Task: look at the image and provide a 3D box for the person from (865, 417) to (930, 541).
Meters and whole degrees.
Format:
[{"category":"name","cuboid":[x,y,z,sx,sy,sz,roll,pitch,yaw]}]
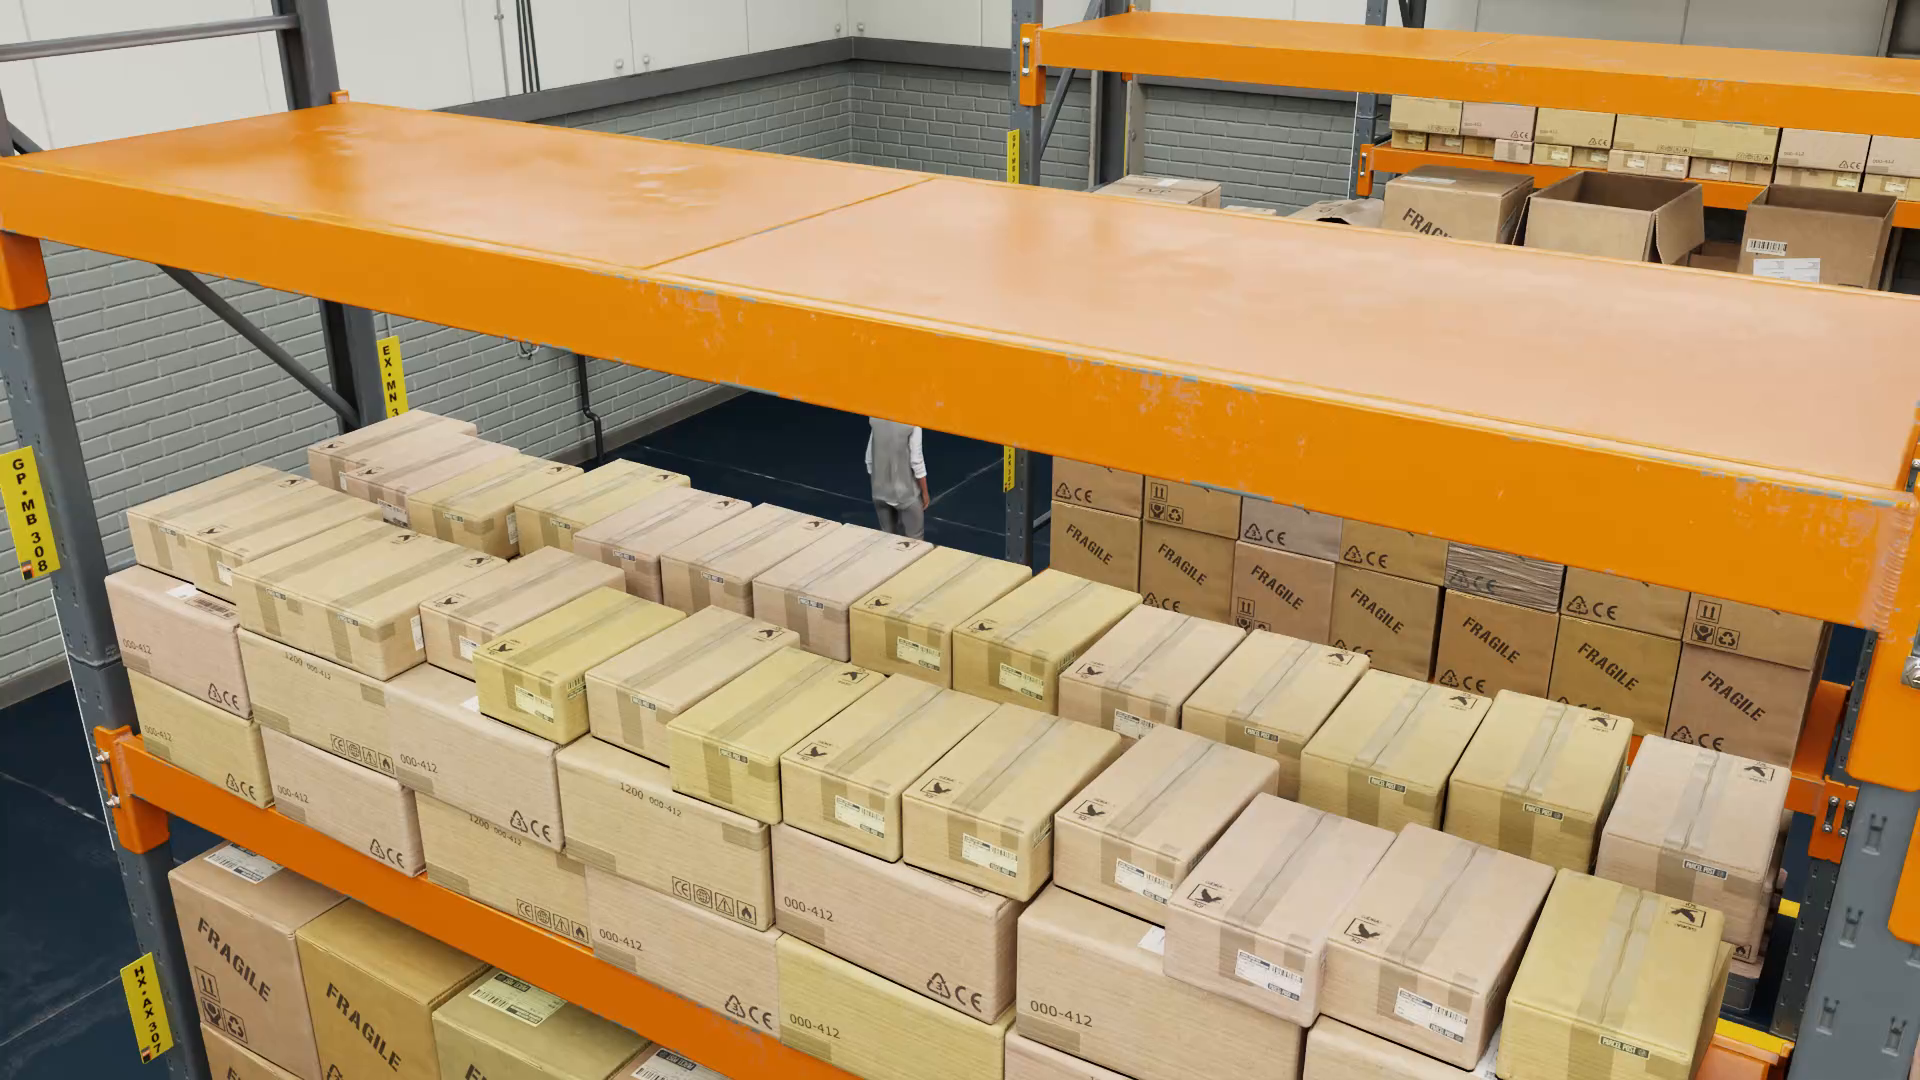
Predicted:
[{"category":"person","cuboid":[-0.419,-0.322,11.297,0.466,1.592,0.346,13,27,27]}]
